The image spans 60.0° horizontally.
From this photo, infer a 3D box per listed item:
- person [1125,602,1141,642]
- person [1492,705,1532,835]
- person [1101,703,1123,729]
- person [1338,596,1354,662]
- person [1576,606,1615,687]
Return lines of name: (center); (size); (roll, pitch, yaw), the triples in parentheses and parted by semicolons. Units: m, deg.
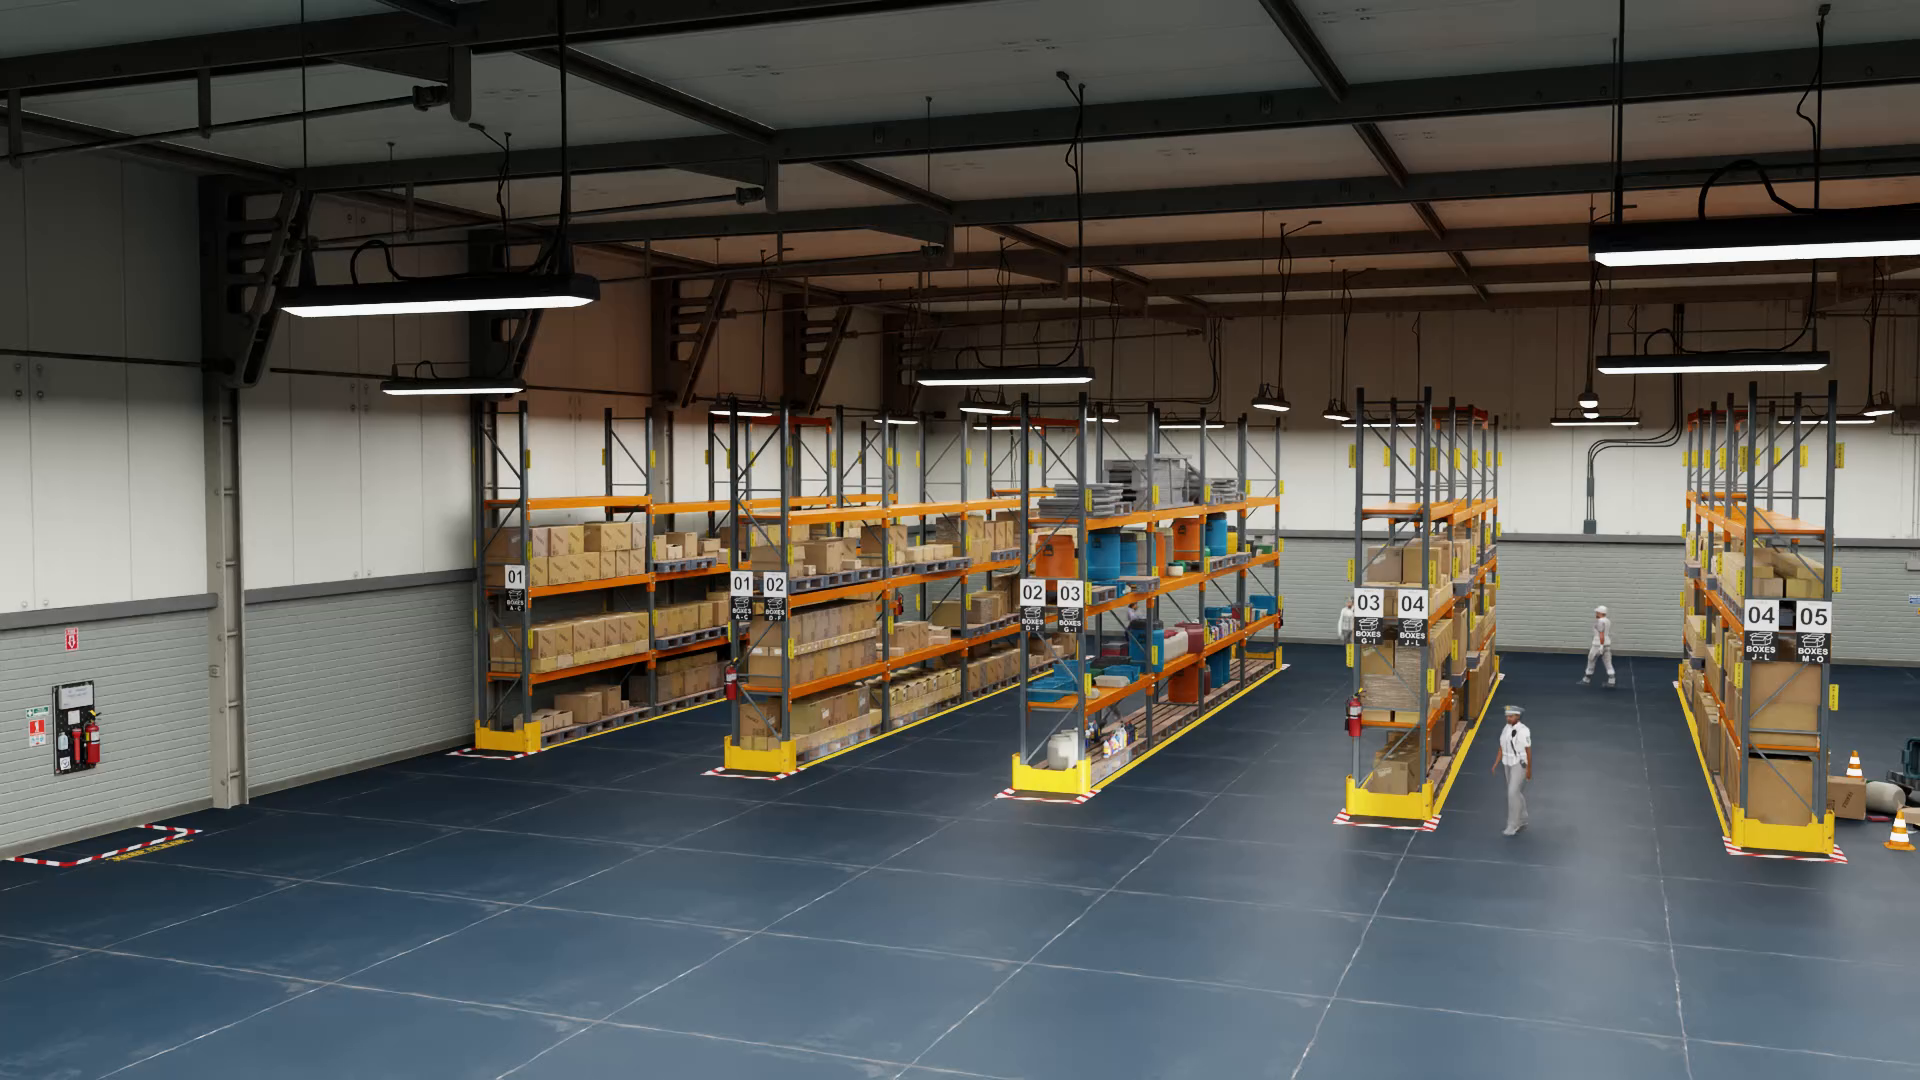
person: (4.133, 2.283, 39.618); (0.479, 1.716, 0.497); (-1, 3, -14)
person: (7.462, 3.084, 22.413); (0.610, 1.716, 0.506); (-1, 3, -17)
person: (2.775, 2.703, 30.964); (0.845, 1.562, 0.428); (-2, 3, -34)
person: (9.489, 2.197, 40.438); (0.557, 1.648, 0.927); (1, 3, 19)
person: (14.051, 2.323, 36.549); (0.523, 1.763, 0.855); (-1, 3, -23)
